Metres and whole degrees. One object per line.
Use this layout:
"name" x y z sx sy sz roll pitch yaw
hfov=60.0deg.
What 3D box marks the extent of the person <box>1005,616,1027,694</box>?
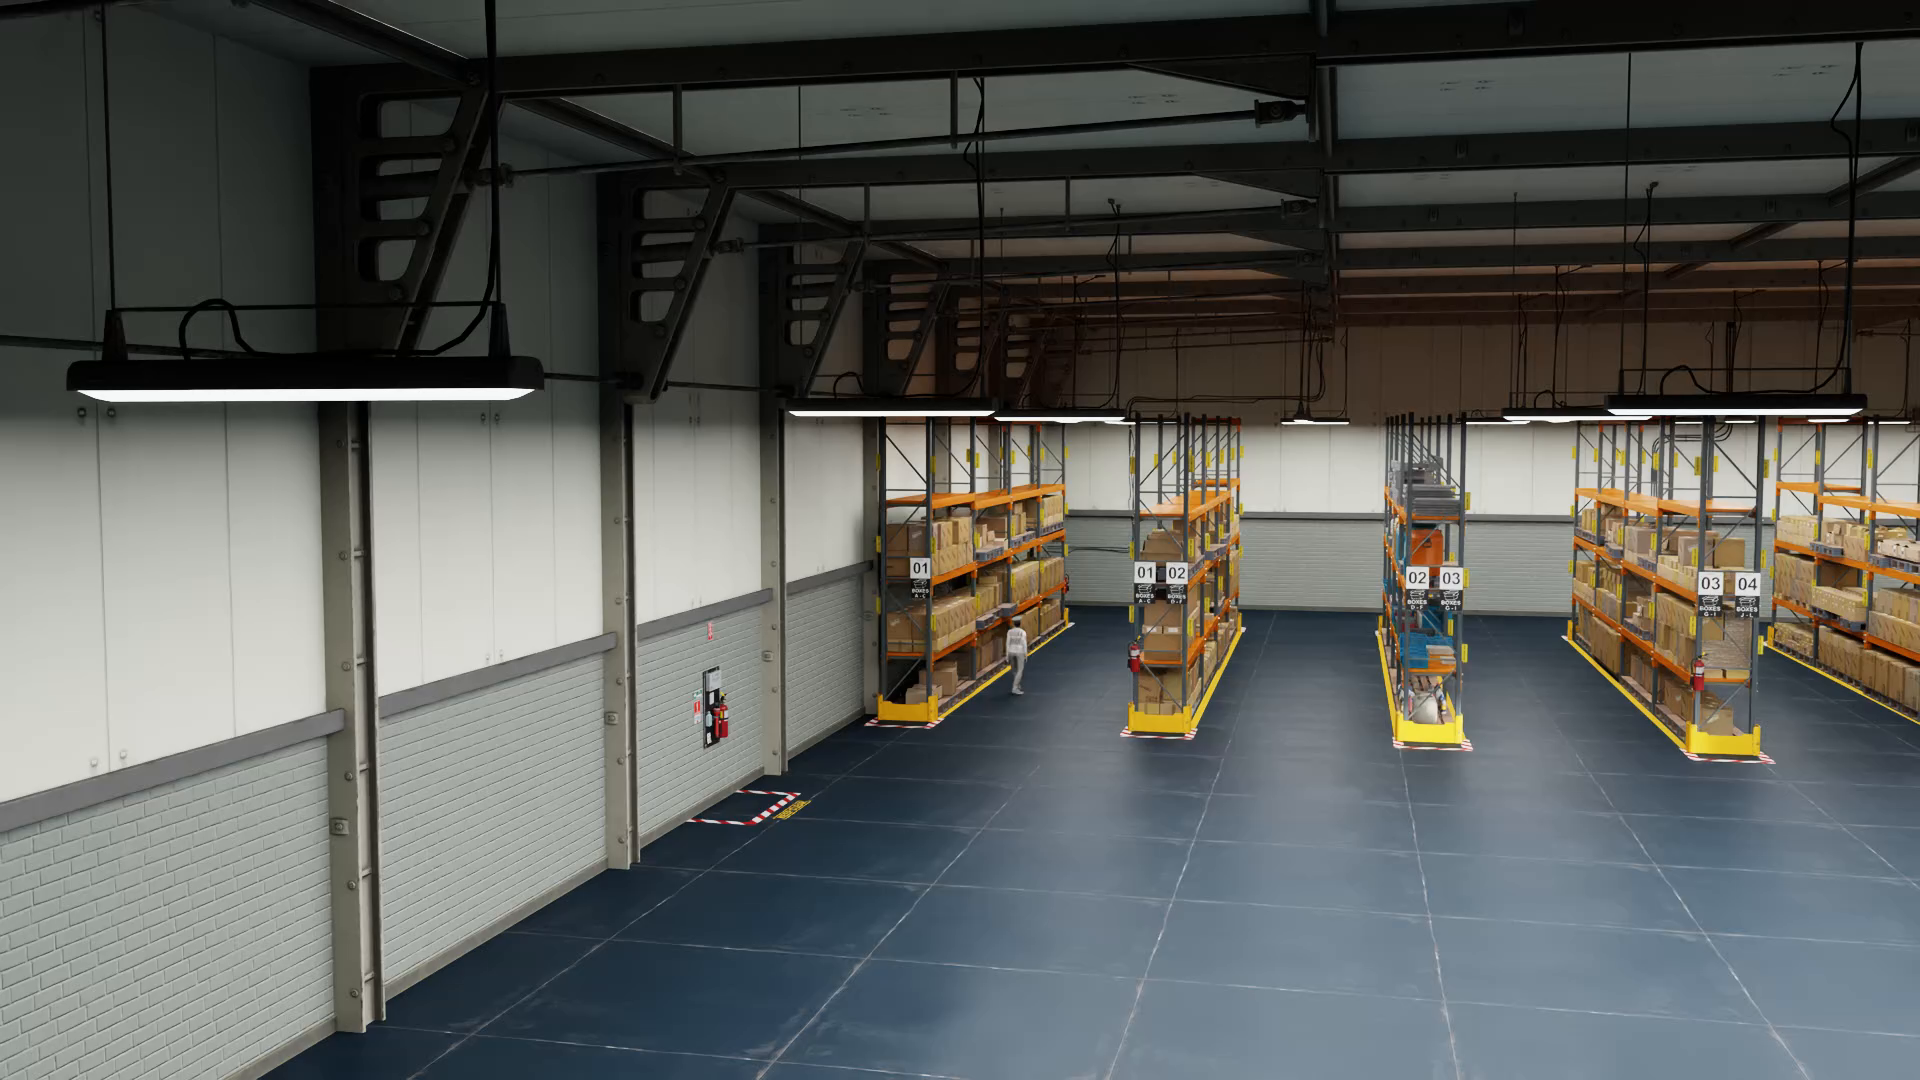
"person" 1.234 2.468 35.836 0.516 1.667 0.731 2 4 29
